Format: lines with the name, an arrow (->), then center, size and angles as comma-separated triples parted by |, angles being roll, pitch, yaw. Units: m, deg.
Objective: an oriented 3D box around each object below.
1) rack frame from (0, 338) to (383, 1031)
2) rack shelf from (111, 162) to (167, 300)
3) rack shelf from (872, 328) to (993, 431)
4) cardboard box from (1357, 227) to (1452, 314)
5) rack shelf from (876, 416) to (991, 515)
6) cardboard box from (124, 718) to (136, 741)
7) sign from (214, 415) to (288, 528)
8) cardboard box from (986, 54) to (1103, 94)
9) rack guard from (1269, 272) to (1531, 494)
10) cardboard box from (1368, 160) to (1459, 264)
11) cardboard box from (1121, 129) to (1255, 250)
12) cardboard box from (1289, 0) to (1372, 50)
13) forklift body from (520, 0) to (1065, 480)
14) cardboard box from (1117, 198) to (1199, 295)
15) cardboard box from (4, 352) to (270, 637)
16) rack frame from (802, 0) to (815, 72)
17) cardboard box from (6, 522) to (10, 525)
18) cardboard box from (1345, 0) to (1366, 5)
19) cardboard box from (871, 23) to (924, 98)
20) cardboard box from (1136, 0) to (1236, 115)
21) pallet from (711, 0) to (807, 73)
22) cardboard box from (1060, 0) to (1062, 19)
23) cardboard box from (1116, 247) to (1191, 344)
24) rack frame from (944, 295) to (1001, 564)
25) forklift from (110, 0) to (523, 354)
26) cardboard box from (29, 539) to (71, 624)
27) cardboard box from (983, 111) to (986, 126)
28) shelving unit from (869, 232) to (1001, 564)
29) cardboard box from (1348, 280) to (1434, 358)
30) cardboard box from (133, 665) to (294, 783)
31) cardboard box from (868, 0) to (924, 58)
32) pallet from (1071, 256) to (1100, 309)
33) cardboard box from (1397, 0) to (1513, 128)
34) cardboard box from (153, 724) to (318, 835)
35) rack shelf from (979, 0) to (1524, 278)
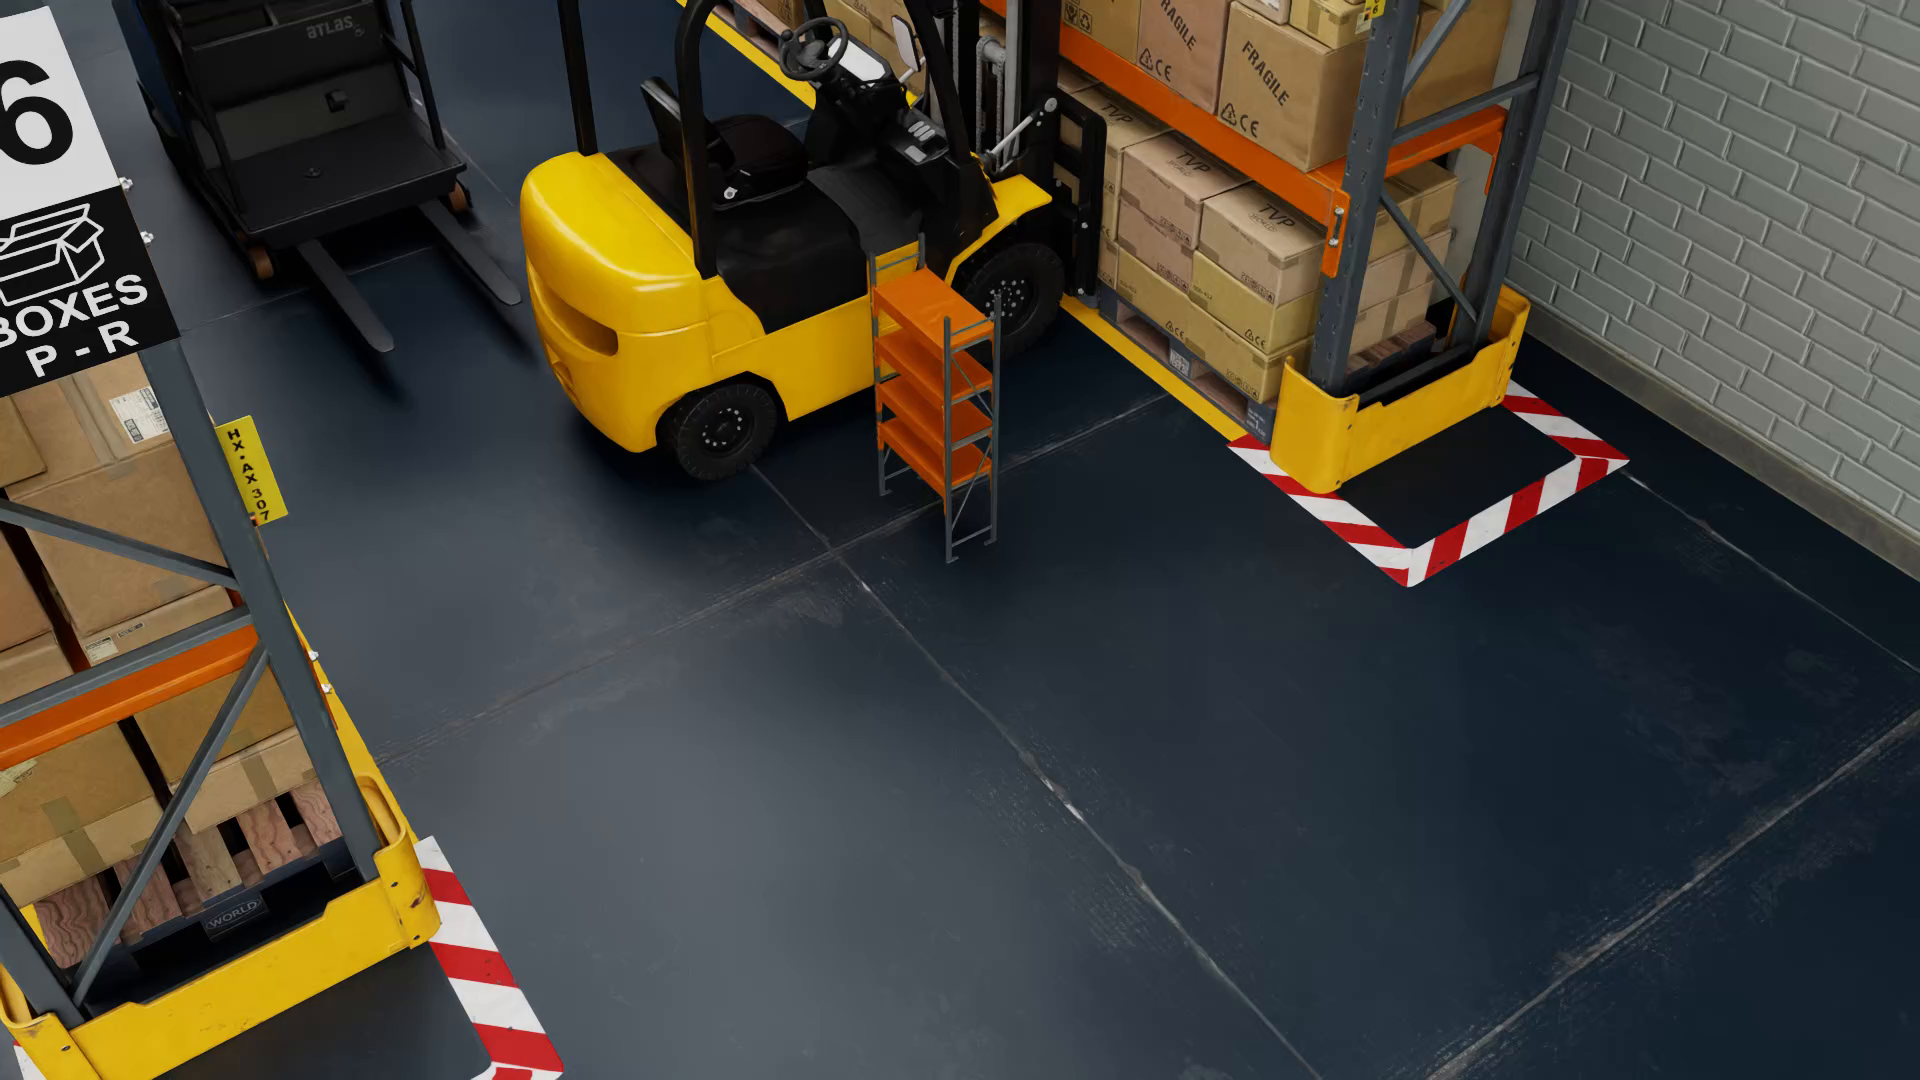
rack frame -> -2.206, 0.362, 4.198 | 1.000, 3.000, 0.127 | -26, 49, -24
rack shelf -> -3.350, -1.595, 4.597 | 1.077, 0.370, 4.000 | -26, 49, -24
rack shelf -> -0.095, -0.641, 6.326 | 0.258, 0.148, 0.480 | -26, 49, -24
cardboard box -> 1.765, -1.287, 7.251 | 0.500, 0.250, 0.500 | -25, 49, -24
rack shelf -> -0.095, -0.335, 6.617 | 0.258, 0.148, 0.480 | -26, 49, -24
cardboard box -> -3.179, 0.557, 5.681 | 0.500, 0.250, 0.500 | -26, 49, -24
sign -> -1.761, -0.165, 4.124 | 0.100, 0.325, 0.005 | -26, 49, -24
cardboard box -> 0.466, -2.116, 7.757 | 0.500, 0.250, 0.500 | -27, 50, -25
rack guard -> 1.877, -0.683, 7.103 | 1.175, 0.500, 0.348 | -26, 49, -24
cardboard box -> 1.743, -1.467, 7.077 | 0.500, 0.250, 0.500 | -26, 50, -25
cardboard box -> 1.047, -1.544, 7.158 | 0.500, 0.250, 0.500 | -25, 49, -24
cardboard box -> 1.435, -1.957, 6.086 | 0.380, 0.149, 0.250 | -25, 49, -24
forklift body -> -0.718, -1.647, 6.917 | 2.313, 2.155, 1.214 | -26, 49, -24
cardboard box -> 1.050, -1.379, 7.348 | 0.500, 0.250, 0.500 | -26, 50, -25
cardboard box -> -2.249, -0.159, 4.457 | 0.500, 0.500, 0.500 | -26, 50, -25
rack frame -> -0.425, -3.866, 8.627 | 1.000, 3.000, 0.127 | -26, 49, -24
cardboard box -> -3.025, -0.265, 4.568 | 0.500, 0.500, 0.500 | -26, 49, -24
cardboard box -> 1.485, -2.099, 6.018 | 0.380, 0.149, 0.250 | -26, 49, -24
cardboard box -> -0.112, -2.524, 8.547 | 0.500, 0.250, 0.500 | -26, 49, -25
cardboard box -> 1.077, -2.109, 6.715 | 0.500, 0.500, 0.500 | -24, 49, -23
pallet -> -0.879, -3.259, 10.011 | 1.003, 0.211, 1.213 | -26, 49, -24
cardboard box -> 0.487, -2.680, 7.312 | 0.500, 0.500, 0.500 | -25, 49, -24
cardboard box -> 1.059, -1.185, 7.506 | 0.500, 0.250, 0.500 | -26, 49, -24
rack frame -> 0.045, -0.390, 6.289 | 0.240, 1.200, 0.015 | -26, 49, -24
forklift -> -3.141, -2.702, 7.457 | 1.130, 2.935, 3.031 | -26, 50, -25
cardboard box -> -2.387, 0.042, 4.716 | 0.380, 0.149, 0.250 | -25, 49, -24
cardboard box -> 0.454, -1.948, 7.943 | 0.500, 0.250, 0.500 | -26, 49, -25
shelving unit -> -0.095, -0.528, 6.434 | 0.258, 1.200, 0.503 | -26, 49, -24
cardboard box -> 1.743, -1.113, 7.431 | 0.500, 0.250, 0.500 | -26, 49, -24
cardboard box -> -2.455, 0.354, 5.351 | 0.500, 0.500, 0.500 | -27, 50, -26
cardboard box -> -0.122, -2.693, 8.362 | 0.500, 0.250, 0.500 | -26, 49, -24
pallet -> 0.698, -1.699, 8.377 | 1.003, 0.211, 1.213 | -26, 49, -24
cardboard box -> 1.808, -2.027, 6.629 | 0.500, 0.500, 0.500 | -24, 49, -23
cardboard box -> -2.441, 0.639, 5.596 | 0.500, 0.250, 0.500 | -26, 49, -25
rack shelf -> 0.719, -2.473, 7.689 | 1.077, 0.370, 4.000 | -26, 49, -24
